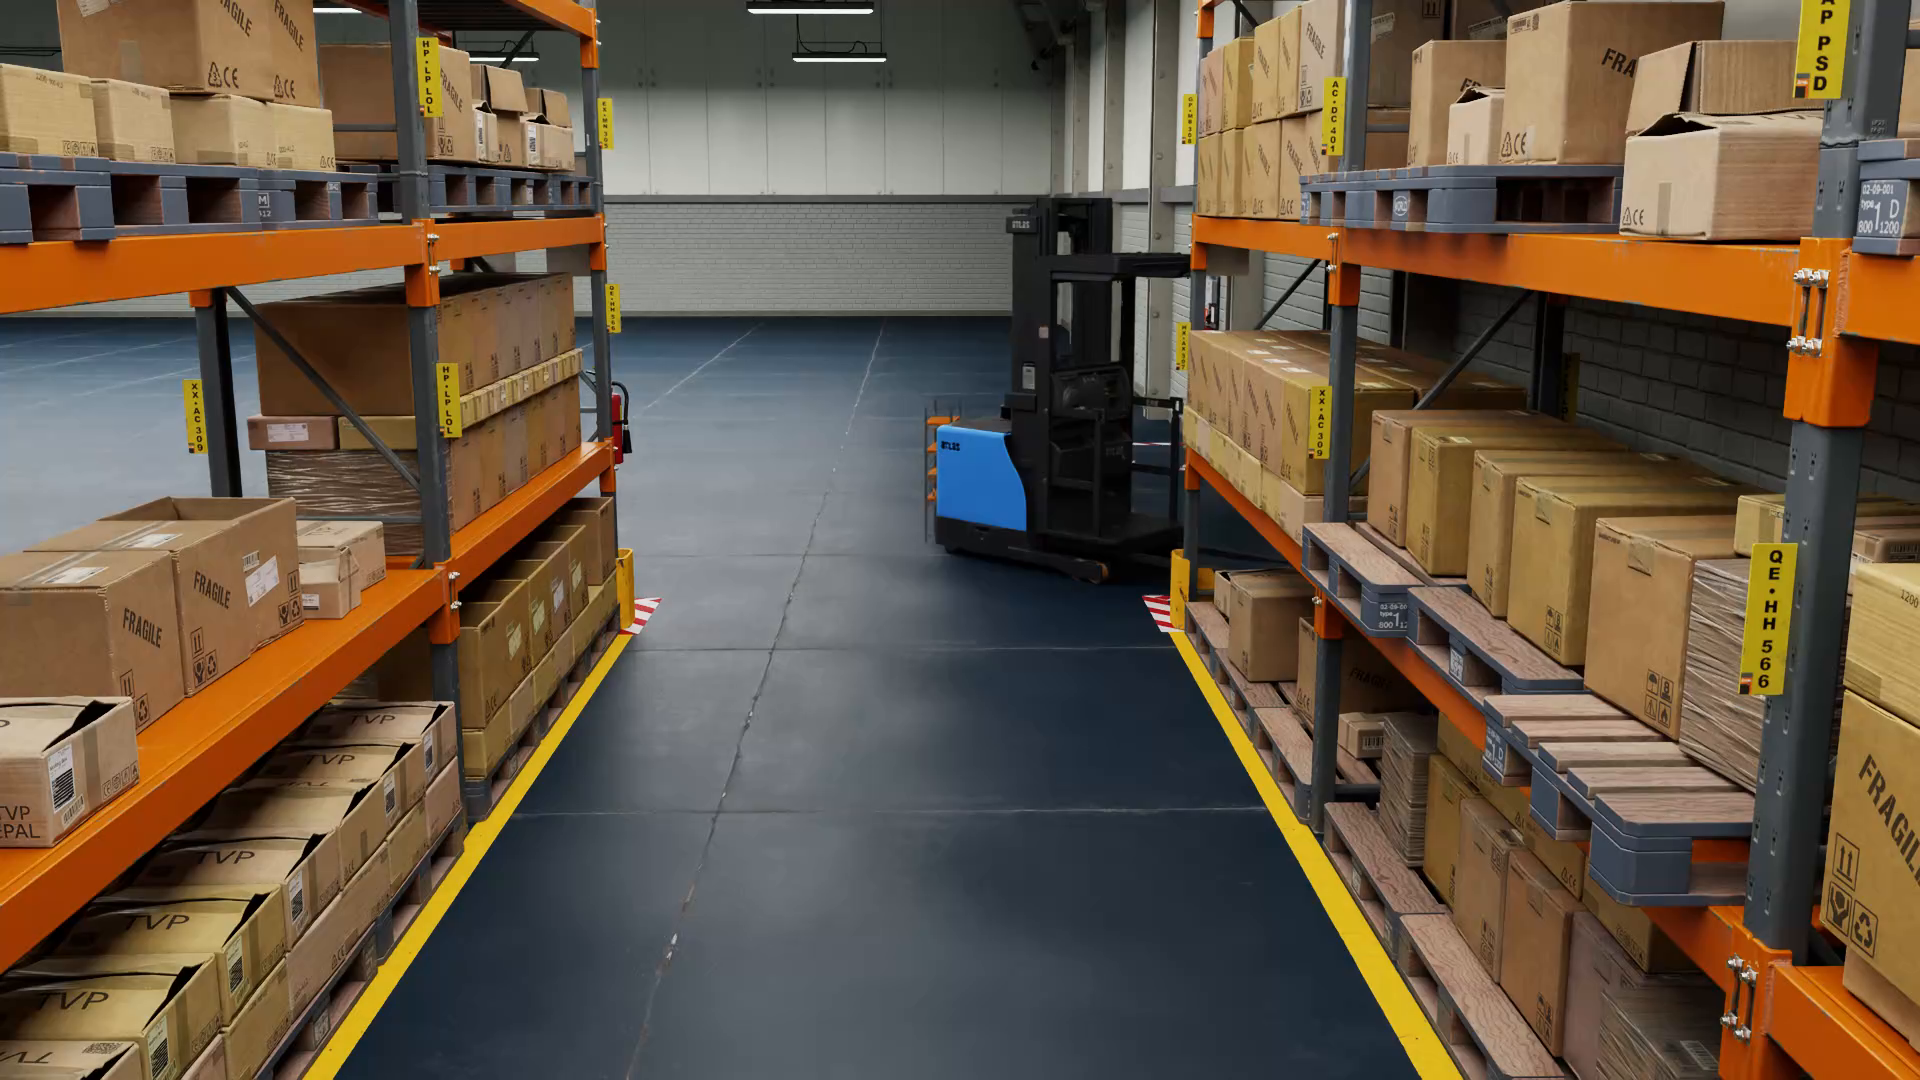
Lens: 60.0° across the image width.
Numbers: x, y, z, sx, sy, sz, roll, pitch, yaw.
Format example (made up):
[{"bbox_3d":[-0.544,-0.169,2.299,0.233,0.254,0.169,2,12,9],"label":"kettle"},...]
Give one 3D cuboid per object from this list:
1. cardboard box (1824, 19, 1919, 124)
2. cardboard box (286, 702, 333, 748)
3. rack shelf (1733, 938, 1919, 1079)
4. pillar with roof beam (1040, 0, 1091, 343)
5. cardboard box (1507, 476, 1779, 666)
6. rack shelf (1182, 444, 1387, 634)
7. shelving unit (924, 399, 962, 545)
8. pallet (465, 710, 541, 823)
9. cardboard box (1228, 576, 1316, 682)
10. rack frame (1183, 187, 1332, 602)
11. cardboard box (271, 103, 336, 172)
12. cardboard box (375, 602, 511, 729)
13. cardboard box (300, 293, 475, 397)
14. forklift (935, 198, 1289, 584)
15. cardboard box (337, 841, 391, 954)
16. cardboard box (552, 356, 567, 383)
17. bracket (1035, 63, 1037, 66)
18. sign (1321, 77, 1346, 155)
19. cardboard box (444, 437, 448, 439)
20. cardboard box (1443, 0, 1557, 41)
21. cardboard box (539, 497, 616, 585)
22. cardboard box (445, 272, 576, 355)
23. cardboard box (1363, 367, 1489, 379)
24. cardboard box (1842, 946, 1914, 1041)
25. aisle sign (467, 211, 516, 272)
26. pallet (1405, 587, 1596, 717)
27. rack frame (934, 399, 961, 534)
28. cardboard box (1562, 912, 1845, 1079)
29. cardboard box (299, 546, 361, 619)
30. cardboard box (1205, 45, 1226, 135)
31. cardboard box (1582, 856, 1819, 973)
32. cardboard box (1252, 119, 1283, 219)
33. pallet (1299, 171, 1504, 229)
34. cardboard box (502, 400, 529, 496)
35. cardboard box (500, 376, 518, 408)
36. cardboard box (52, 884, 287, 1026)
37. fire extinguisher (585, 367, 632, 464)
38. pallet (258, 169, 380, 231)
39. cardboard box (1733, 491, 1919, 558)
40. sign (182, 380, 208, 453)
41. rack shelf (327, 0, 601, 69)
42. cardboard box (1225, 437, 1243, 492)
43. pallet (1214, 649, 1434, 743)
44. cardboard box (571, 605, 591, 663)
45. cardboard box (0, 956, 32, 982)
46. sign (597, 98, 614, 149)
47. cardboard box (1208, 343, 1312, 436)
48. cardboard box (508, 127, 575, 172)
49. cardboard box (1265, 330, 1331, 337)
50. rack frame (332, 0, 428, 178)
[{"bbox_3d":[2.451,-0.981,4.006,0.500,0.500,0.500,0,11,-1],"label":"cardboard box"},{"bbox_3d":[-3.040,0.868,7.187,0.500,0.311,0.500,0,11,-1],"label":"cardboard box"},{"bbox_3d":[2.277,1.442,1.718,1.077,0.370,4.000,0,11,-1],"label":"rack shelf"},{"bbox_3d":[-1.850,-8.456,33.609,9.100,9.000,0.548,0,11,-1],"label":"pillar with roof beam"},{"bbox_3d":[2.168,0.086,5.233,0.700,0.500,0.500,0,11,-1],"label":"cardboard box"},{"bbox_3d":[2.112,-0.149,9.557,1.077,0.370,4.000,0,11,-1],"label":"rack shelf"},{"bbox_3d":[-0.146,-0.596,14.477,0.258,1.200,0.503,2,12,9],"label":"shelving unit"},{"bbox_3d":[-2.774,1.126,8.479,1.003,0.211,1.213,0,11,-1],"label":"pallet"},{"bbox_3d":[1.972,0.508,9.691,0.700,0.500,0.500,-1,12,-5],"label":"cardboard box"},{"bbox_3d":[2.070,-0.899,11.445,1.000,3.000,0.127,0,11,-1],"label":"rack frame"},{"bbox_3d":[-2.796,-1.562,6.492,0.500,0.250,0.500,1,12,5],"label":"cardboard box"},{"bbox_3d":[-2.496,0.598,8.039,0.500,0.500,0.500,0,11,-1],"label":"cardboard box"},{"bbox_3d":[-2.827,-0.956,8.212,0.700,0.500,0.500,0,11,-1],"label":"cardboard box"},{"bbox_3d":[1.207,-1.213,13.169,3.031,2.935,1.130,11,16,42],"label":"forklift"},{"bbox_3d":[-2.481,1.343,6.256,0.500,0.250,0.500,0,11,0],"label":"cardboard box"},{"bbox_3d":[-2.672,-1.067,10.389,0.380,0.149,0.250,0,11,-2],"label":"cardboard box"},{"bbox_3d":[1.930,-11.866,41.360,0.076,0.066,3.189,0,11,-1],"label":"bracket"},{"bbox_3d":[1.611,-1.823,7.157,0.100,0.325,0.005,0,11,-1],"label":"sign"},{"bbox_3d":[-2.617,-0.554,7.860,0.380,0.149,0.250,0,11,0],"label":"cardboard box"},{"bbox_3d":[2.429,-2.221,7.602,0.500,0.500,0.500,0,11,0],"label":"cardboard box"},{"bbox_3d":[-2.574,0.002,10.978,0.500,0.500,0.500,0,11,-1],"label":"cardboard box"},{"bbox_3d":[-2.884,-1.459,10.692,0.700,0.500,0.500,0,11,-1],"label":"cardboard box"},{"bbox_3d":[2.345,-0.605,8.435,0.500,0.500,0.500,0,11,-1],"label":"cardboard box"},{"bbox_3d":[2.011,0.871,3.302,0.380,0.149,0.250,0,11,-2],"label":"cardboard box"},{"bbox_3d":[-3.190,-2.163,11.140,0.394,0.787,0.004,0,11,-1],"label":"aisle sign"},{"bbox_3d":[2.154,0.392,5.564,1.003,0.211,1.213,0,11,-1],"label":"pallet"},{"bbox_3d":[-0.109,-0.644,14.714,0.240,1.200,0.015,2,12,9],"label":"rack frame"},{"bbox_3d":[2.274,1.455,5.022,0.700,0.500,0.500,0,11,-1],"label":"cardboard box"},{"bbox_3d":[-2.598,0.157,6.577,0.396,0.266,0.258,-1,11,-3],"label":"cardboard box"},{"bbox_3d":[1.795,-2.740,10.160,0.500,0.500,0.500,0,11,-2],"label":"cardboard box"},{"bbox_3d":[2.220,1.077,5.001,0.500,0.250,0.500,0,11,0],"label":"cardboard box"},{"bbox_3d":[1.848,-1.942,8.743,0.500,0.500,0.500,-1,11,-3],"label":"cardboard box"},{"bbox_3d":[2.059,-1.358,6.639,1.213,0.211,1.003,0,11,-1],"label":"pallet"},{"bbox_3d":[-2.851,-0.526,9.356,0.700,0.500,0.500,0,11,1],"label":"cardboard box"},{"bbox_3d":[-2.647,-0.812,9.132,0.380,0.149,0.250,0,11,-2],"label":"cardboard box"},{"bbox_3d":[-2.462,1.268,5.211,0.500,0.311,0.500,-1,11,-3],"label":"cardboard box"},{"bbox_3d":[-2.420,-0.865,11.474,0.296,0.674,0.183,0,11,-1],"label":"fire extinguisher"},{"bbox_3d":[-2.768,-1.284,6.278,0.805,0.209,1.217,-1,11,-3],"label":"pallet"},{"bbox_3d":[2.177,-0.023,4.140,0.380,0.149,0.250,-2,12,-11],"label":"cardboard box"},{"bbox_3d":[-3.354,-0.543,7.315,0.100,0.325,0.005,0,11,-1],"label":"sign"},{"bbox_3d":[-2.841,-2.872,8.896,1.077,0.370,4.000,0,11,-1],"label":"rack shelf"},{"bbox_3d":[1.801,-0.432,9.470,0.500,0.250,0.500,0,11,-1],"label":"cardboard box"},{"bbox_3d":[2.076,0.887,9.658,1.003,0.211,1.213,0,11,-1],"label":"pallet"},{"bbox_3d":[-2.541,0.568,10.073,0.500,0.250,0.500,0,11,-1],"label":"cardboard box"},{"bbox_3d":[-2.991,1.373,4.695,0.500,0.311,0.500,0,11,-2],"label":"cardboard box"},{"bbox_3d":[-2.339,-2.742,10.960,0.100,0.325,0.005,0,11,-1],"label":"sign"},{"bbox_3d":[1.784,-0.905,9.918,0.500,0.500,0.500,-1,11,-3],"label":"cardboard box"},{"bbox_3d":[-2.595,-2.321,9.879,0.500,0.250,0.500,0,11,-1],"label":"cardboard box"},{"bbox_3d":[2.293,-1.110,10.926,0.500,0.500,0.500,0,11,-2],"label":"cardboard box"},{"bbox_3d":[-2.799,-3.023,6.825,1.000,3.000,0.127,0,11,-1],"label":"rack frame"}]
